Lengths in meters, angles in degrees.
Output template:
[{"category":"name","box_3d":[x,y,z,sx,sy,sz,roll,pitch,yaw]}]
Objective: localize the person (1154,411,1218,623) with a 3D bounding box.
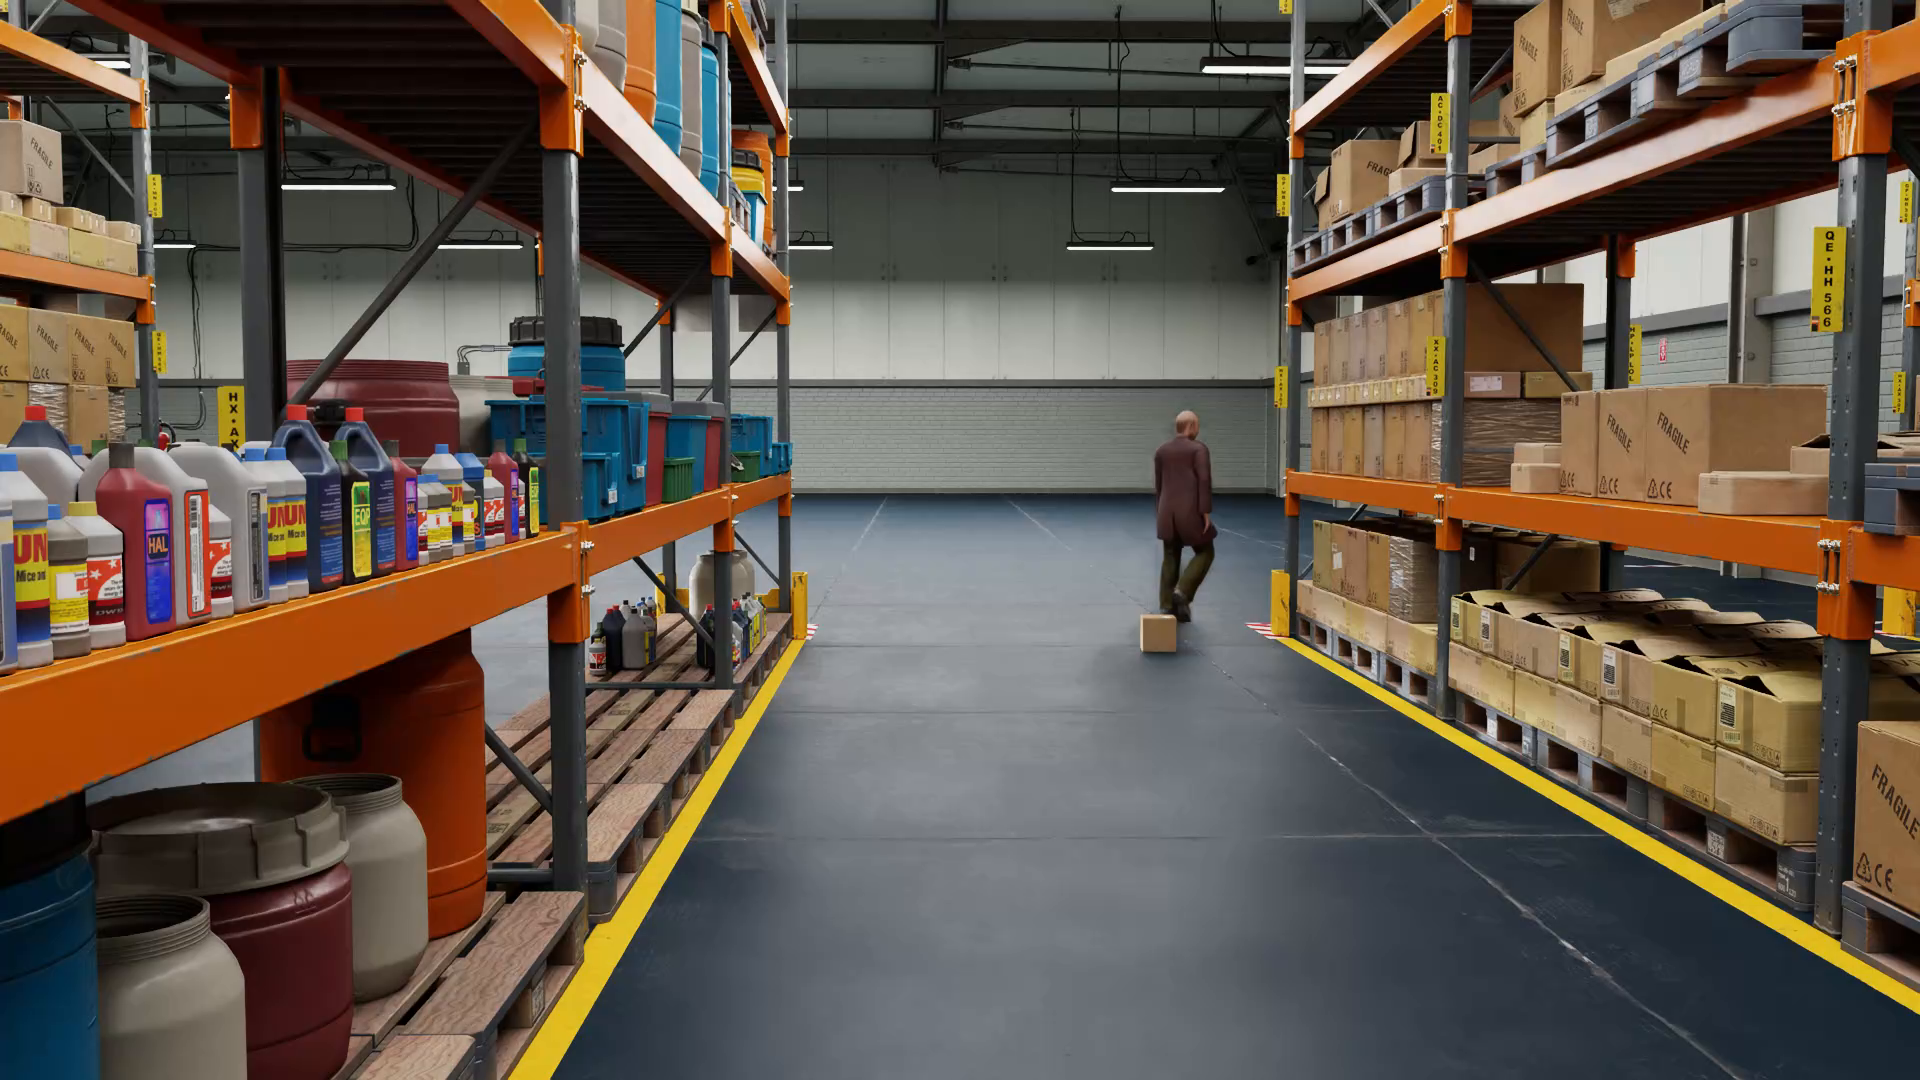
[{"category":"person","box_3d":[1.901,-0.196,14.134,0.629,1.803,0.499,3,4,35]}]
